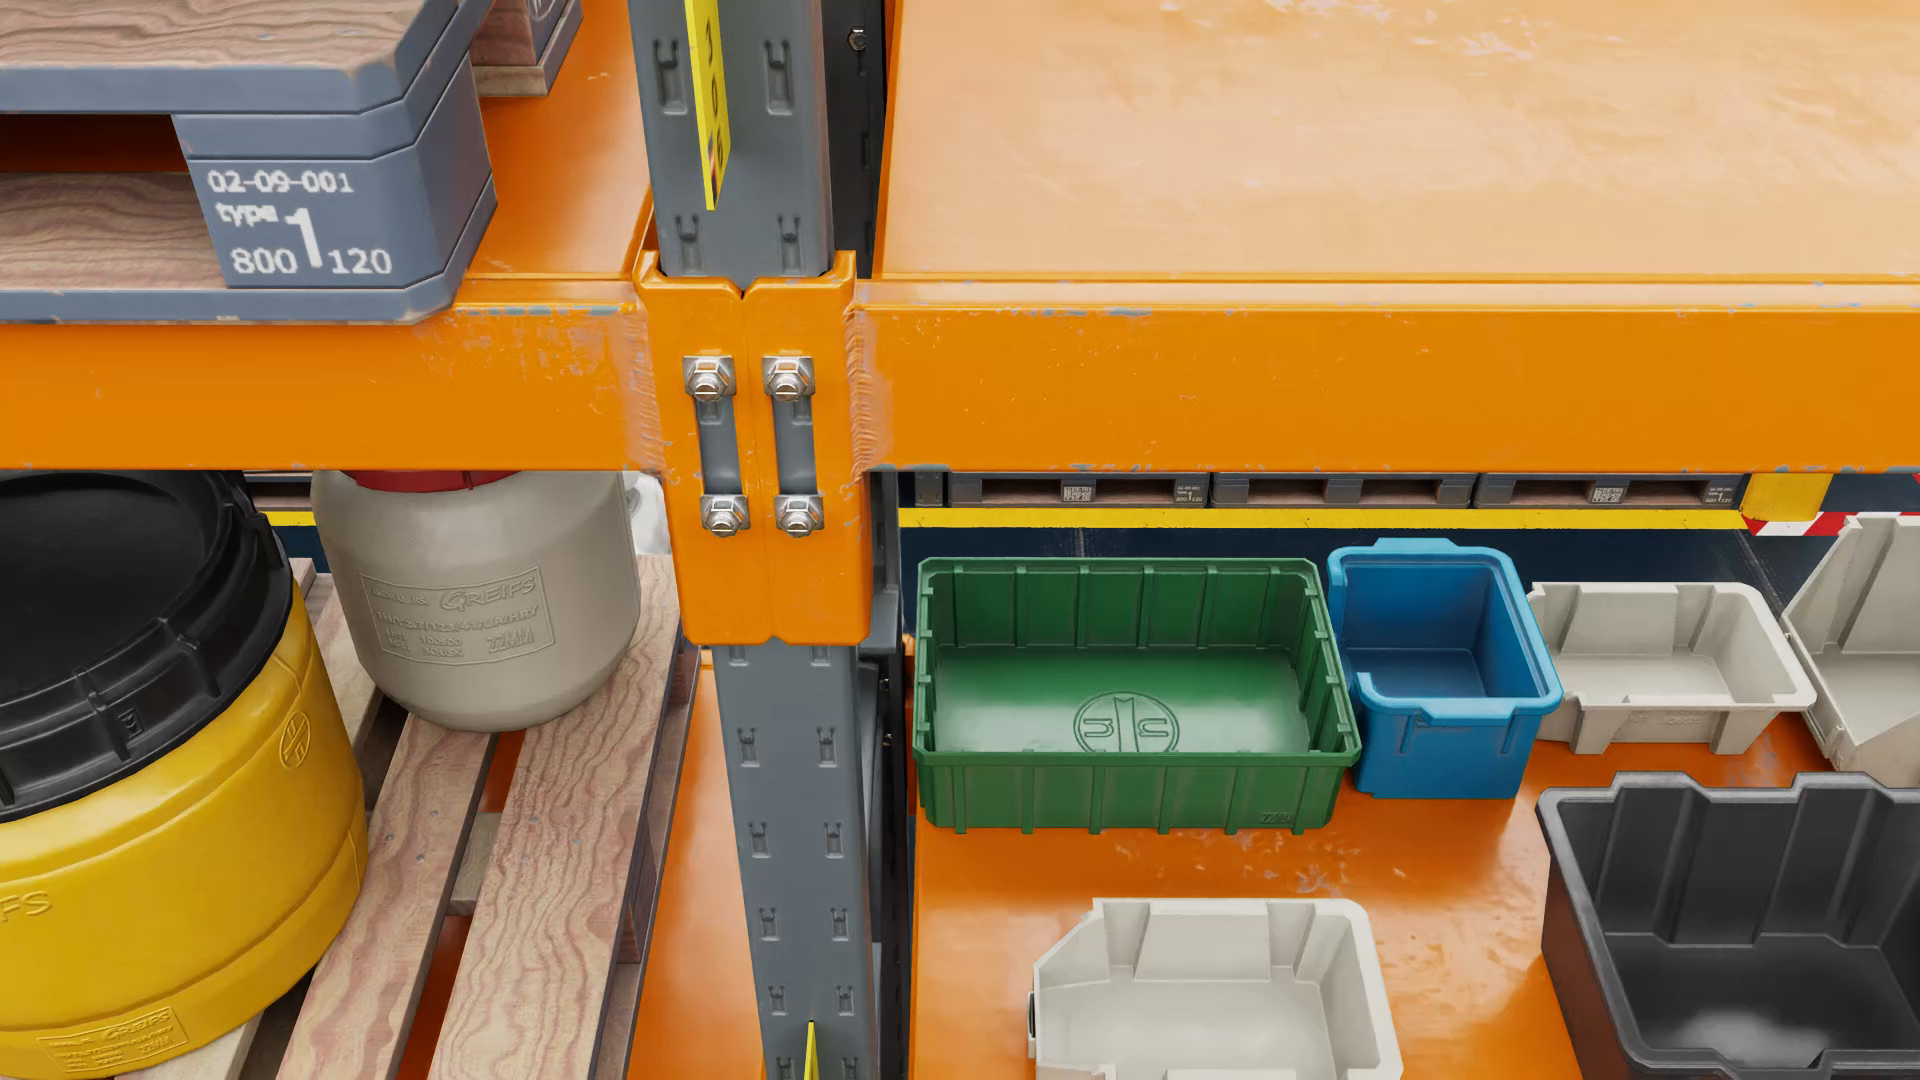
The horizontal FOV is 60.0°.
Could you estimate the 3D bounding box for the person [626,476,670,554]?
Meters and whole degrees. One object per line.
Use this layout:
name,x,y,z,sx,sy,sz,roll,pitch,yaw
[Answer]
person,-1.030,0.410,5.743,0.545,1.475,0.448,6,40,8
